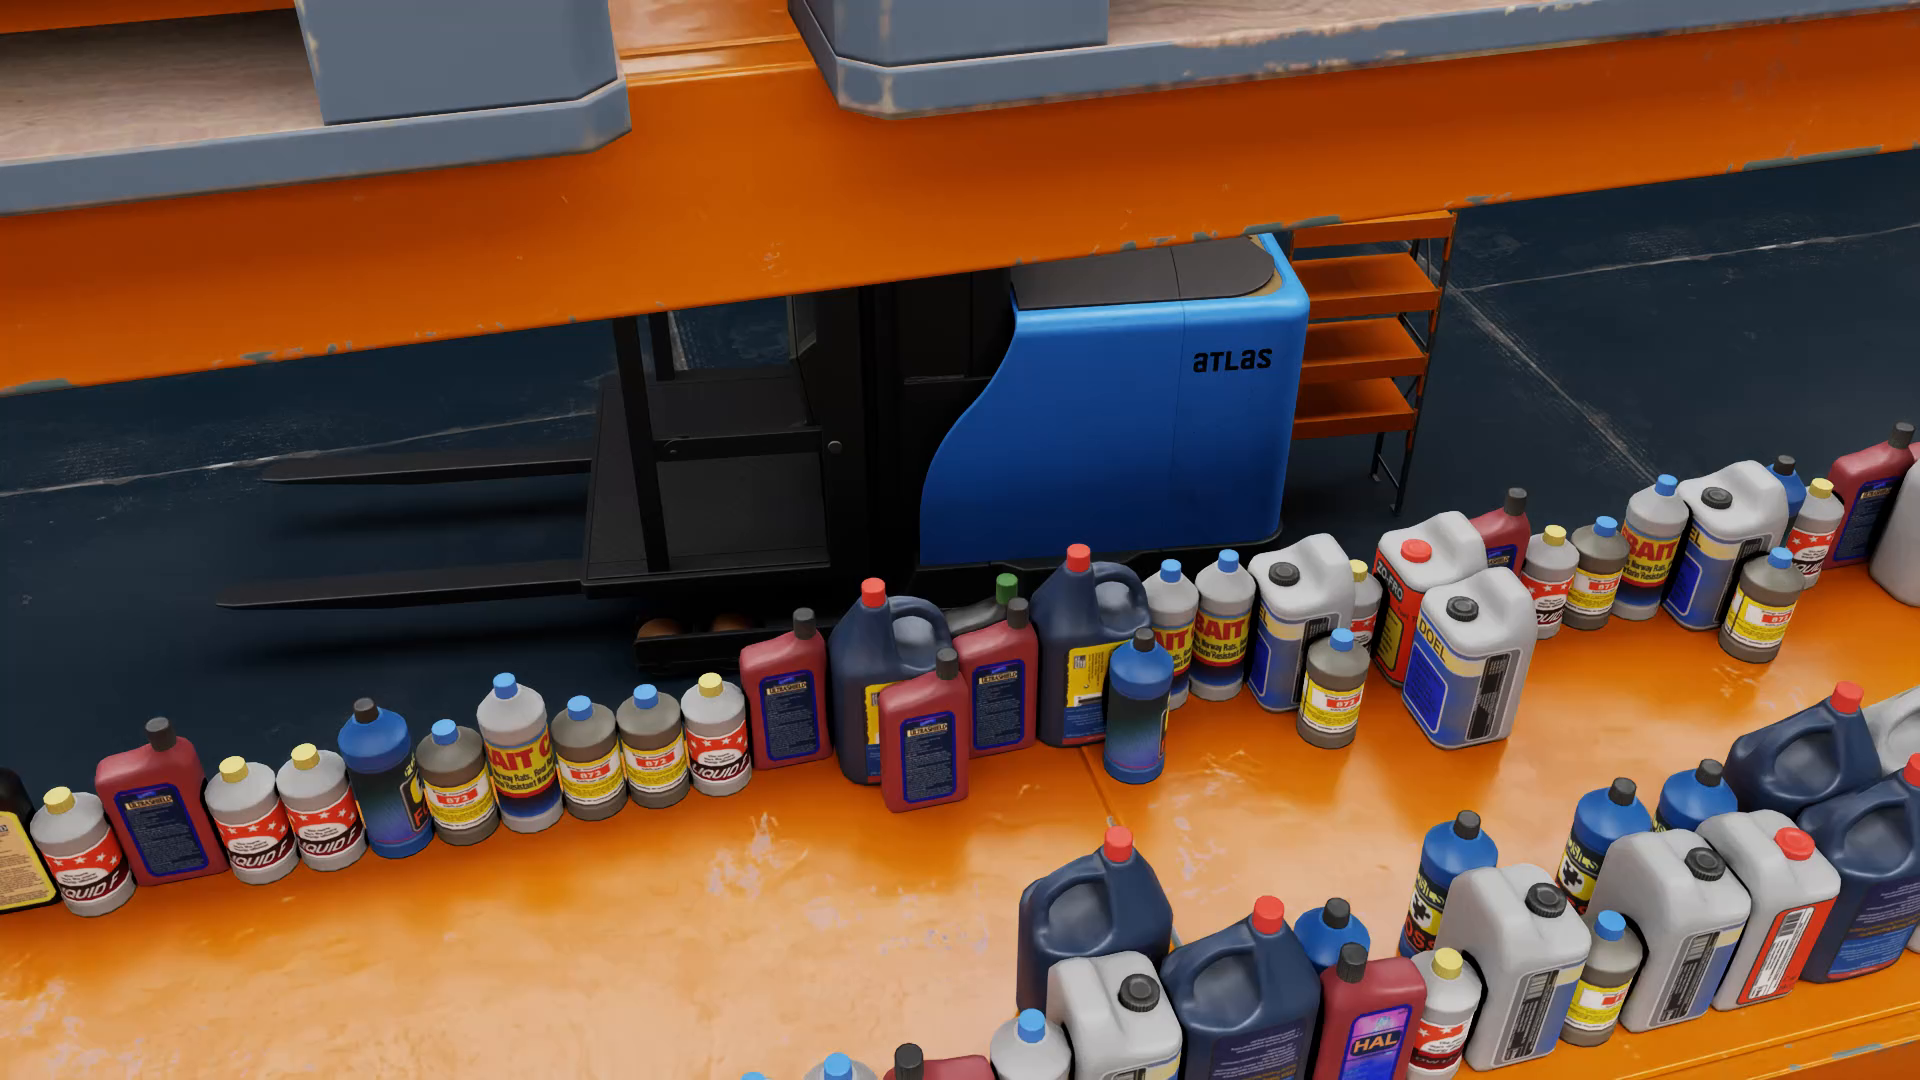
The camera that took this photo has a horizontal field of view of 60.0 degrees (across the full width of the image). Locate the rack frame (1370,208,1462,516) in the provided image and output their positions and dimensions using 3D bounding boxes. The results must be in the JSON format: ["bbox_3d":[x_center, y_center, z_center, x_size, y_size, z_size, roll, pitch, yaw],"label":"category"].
[{"bbox_3d":[1.391,-0.626,5.081,0.015,1.200,0.240,-5,38,-7],"label":"rack frame"}]

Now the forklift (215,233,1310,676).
[{"bbox_3d":[-0.621,-1.118,4.300,3.031,2.935,1.130,-4,38,-6],"label":"forklift"}]

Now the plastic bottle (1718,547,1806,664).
[{"bbox_3d":[1.360,0.102,2.811,0.097,0.201,0.097,0,37,0],"label":"plastic bottle"}]

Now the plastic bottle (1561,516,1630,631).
[{"bbox_3d":[1.097,0.049,2.880,0.097,0.201,0.097,0,37,0],"label":"plastic bottle"}]

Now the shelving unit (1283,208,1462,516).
[{"bbox_3d":[1.150,-0.603,5.051,0.503,1.200,0.258,-5,38,-7],"label":"shelving unit"}]

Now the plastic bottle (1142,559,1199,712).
[{"bbox_3d":[0.332,0.147,2.695,0.097,0.271,0.097,0,37,0],"label":"plastic bottle"}]

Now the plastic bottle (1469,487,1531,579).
[{"bbox_3d":[0.887,0.040,2.825,0.133,0.283,0.061,-9,38,-12],"label":"plastic bottle"}]

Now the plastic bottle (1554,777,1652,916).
[{"bbox_3d":[0.893,0.437,2.316,0.097,0.271,0.097,0,37,0],"label":"plastic bottle"}]

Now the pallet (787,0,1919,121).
[{"bbox_3d":[0.384,-0.709,1.394,1.213,0.211,1.003,-9,38,-12],"label":"pallet"}]

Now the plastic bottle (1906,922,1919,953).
[{"bbox_3d":[1.407,0.402,2.296,0.185,0.351,0.144,-9,38,-12],"label":"plastic bottle"}]

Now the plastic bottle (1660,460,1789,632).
[{"bbox_3d":[1.310,0.002,2.881,0.135,0.276,0.152,-9,38,-12],"label":"plastic bottle"}]

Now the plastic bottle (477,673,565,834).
[{"bbox_3d":[-0.658,0.310,2.482,0.097,0.271,0.097,0,37,0],"label":"plastic bottle"}]

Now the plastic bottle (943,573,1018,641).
[{"bbox_3d":[0.038,0.179,2.643,0.133,0.283,0.061,-9,38,-12],"label":"plastic bottle"}]

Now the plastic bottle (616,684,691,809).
[{"bbox_3d":[-0.470,0.307,2.544,0.097,0.201,0.097,0,37,0],"label":"plastic bottle"}]

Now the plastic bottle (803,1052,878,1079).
[{"bbox_3d":[-0.139,0.702,1.969,0.097,0.271,0.097,0,37,0],"label":"plastic bottle"}]

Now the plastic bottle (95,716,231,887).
[{"bbox_3d":[-1.150,0.374,2.388,0.133,0.283,0.061,-9,38,-12],"label":"plastic bottle"}]

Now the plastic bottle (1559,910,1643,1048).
[{"bbox_3d":[0.839,0.569,2.200,0.097,0.201,0.097,0,37,0],"label":"plastic bottle"}]

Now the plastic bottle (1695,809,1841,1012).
[{"bbox_3d":[1.073,0.484,2.251,0.135,0.276,0.152,-9,38,-12],"label":"plastic bottle"}]

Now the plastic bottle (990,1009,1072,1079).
[{"bbox_3d":[0.084,0.665,2.017,0.097,0.271,0.097,0,37,0],"label":"plastic bottle"}]

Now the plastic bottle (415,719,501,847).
[{"bbox_3d":[-0.752,0.353,2.484,0.097,0.201,0.097,0,37,0],"label":"plastic bottle"}]

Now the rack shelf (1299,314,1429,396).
[{"bbox_3d":[1.150,-0.550,5.092,0.480,0.148,0.258,-5,38,-7],"label":"rack shelf"}]

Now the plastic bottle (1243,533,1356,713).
[{"bbox_3d":[0.545,0.127,2.717,0.135,0.276,0.152,-9,38,-12],"label":"plastic bottle"}]

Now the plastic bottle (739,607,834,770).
[{"bbox_3d":[-0.270,0.230,2.577,0.133,0.283,0.061,-9,38,-12],"label":"plastic bottle"}]

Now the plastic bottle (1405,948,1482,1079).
[{"bbox_3d":[0.615,0.606,2.152,0.097,0.201,0.097,0,37,0],"label":"plastic bottle"}]

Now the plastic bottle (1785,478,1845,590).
[{"bbox_3d":[1.509,-0.018,2.968,0.097,0.201,0.097,0,37,0],"label":"plastic bottle"}]

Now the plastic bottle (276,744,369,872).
[{"bbox_3d":[-0.940,0.384,2.443,0.097,0.201,0.097,0,37,0],"label":"plastic bottle"}]

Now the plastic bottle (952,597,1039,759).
[{"bbox_3d":[0.053,0.215,2.596,0.133,0.283,0.061,-9,38,-12],"label":"plastic bottle"}]

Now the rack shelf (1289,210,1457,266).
[{"bbox_3d":[1.150,-0.915,4.812,0.480,0.148,0.258,-5,38,-7],"label":"rack shelf"}]

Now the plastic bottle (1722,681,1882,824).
[{"bbox_3d":[1.191,0.347,2.368,0.185,0.351,0.144,-9,38,-12],"label":"plastic bottle"}]

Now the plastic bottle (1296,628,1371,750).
[{"bbox_3d":[0.596,0.227,2.648,0.097,0.201,0.097,0,37,0],"label":"plastic bottle"}]

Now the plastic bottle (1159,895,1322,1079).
[{"bbox_3d":[0.344,0.577,2.068,0.185,0.351,0.144,-9,38,-12],"label":"plastic bottle"}]

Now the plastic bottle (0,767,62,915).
[{"bbox_3d":[-1.373,0.411,2.340,0.133,0.283,0.061,-9,38,-12],"label":"plastic bottle"}]

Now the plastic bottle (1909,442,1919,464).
[{"bbox_3d":[1.744,-0.101,3.009,0.133,0.283,0.061,-9,38,-12],"label":"plastic bottle"}]

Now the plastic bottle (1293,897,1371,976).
[{"bbox_3d":[0.470,0.564,2.150,0.097,0.271,0.097,0,37,0],"label":"plastic bottle"}]
